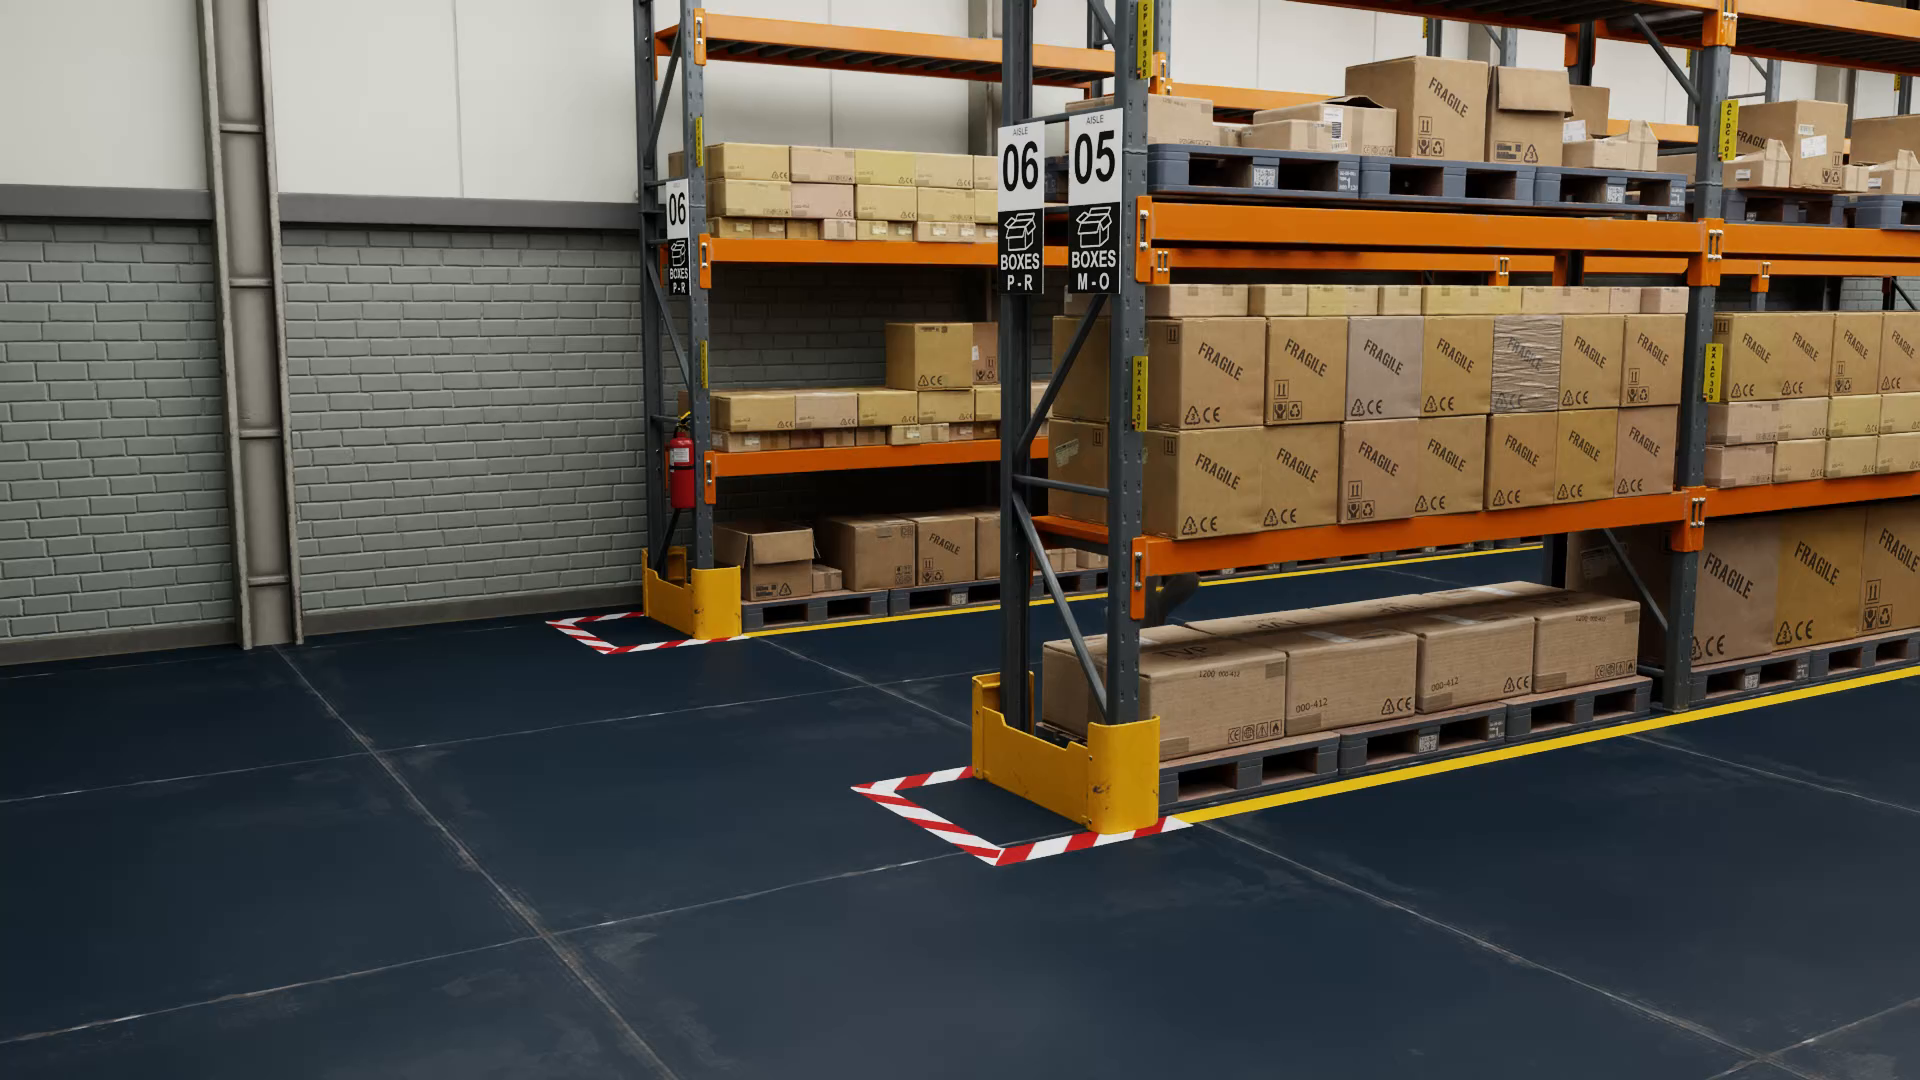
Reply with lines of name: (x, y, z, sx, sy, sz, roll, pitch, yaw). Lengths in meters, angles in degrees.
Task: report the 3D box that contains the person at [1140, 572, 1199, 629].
person: (1.279, -0.017, 10.782, 0.445, 1.666, 0.531, 8, 12, 44)
